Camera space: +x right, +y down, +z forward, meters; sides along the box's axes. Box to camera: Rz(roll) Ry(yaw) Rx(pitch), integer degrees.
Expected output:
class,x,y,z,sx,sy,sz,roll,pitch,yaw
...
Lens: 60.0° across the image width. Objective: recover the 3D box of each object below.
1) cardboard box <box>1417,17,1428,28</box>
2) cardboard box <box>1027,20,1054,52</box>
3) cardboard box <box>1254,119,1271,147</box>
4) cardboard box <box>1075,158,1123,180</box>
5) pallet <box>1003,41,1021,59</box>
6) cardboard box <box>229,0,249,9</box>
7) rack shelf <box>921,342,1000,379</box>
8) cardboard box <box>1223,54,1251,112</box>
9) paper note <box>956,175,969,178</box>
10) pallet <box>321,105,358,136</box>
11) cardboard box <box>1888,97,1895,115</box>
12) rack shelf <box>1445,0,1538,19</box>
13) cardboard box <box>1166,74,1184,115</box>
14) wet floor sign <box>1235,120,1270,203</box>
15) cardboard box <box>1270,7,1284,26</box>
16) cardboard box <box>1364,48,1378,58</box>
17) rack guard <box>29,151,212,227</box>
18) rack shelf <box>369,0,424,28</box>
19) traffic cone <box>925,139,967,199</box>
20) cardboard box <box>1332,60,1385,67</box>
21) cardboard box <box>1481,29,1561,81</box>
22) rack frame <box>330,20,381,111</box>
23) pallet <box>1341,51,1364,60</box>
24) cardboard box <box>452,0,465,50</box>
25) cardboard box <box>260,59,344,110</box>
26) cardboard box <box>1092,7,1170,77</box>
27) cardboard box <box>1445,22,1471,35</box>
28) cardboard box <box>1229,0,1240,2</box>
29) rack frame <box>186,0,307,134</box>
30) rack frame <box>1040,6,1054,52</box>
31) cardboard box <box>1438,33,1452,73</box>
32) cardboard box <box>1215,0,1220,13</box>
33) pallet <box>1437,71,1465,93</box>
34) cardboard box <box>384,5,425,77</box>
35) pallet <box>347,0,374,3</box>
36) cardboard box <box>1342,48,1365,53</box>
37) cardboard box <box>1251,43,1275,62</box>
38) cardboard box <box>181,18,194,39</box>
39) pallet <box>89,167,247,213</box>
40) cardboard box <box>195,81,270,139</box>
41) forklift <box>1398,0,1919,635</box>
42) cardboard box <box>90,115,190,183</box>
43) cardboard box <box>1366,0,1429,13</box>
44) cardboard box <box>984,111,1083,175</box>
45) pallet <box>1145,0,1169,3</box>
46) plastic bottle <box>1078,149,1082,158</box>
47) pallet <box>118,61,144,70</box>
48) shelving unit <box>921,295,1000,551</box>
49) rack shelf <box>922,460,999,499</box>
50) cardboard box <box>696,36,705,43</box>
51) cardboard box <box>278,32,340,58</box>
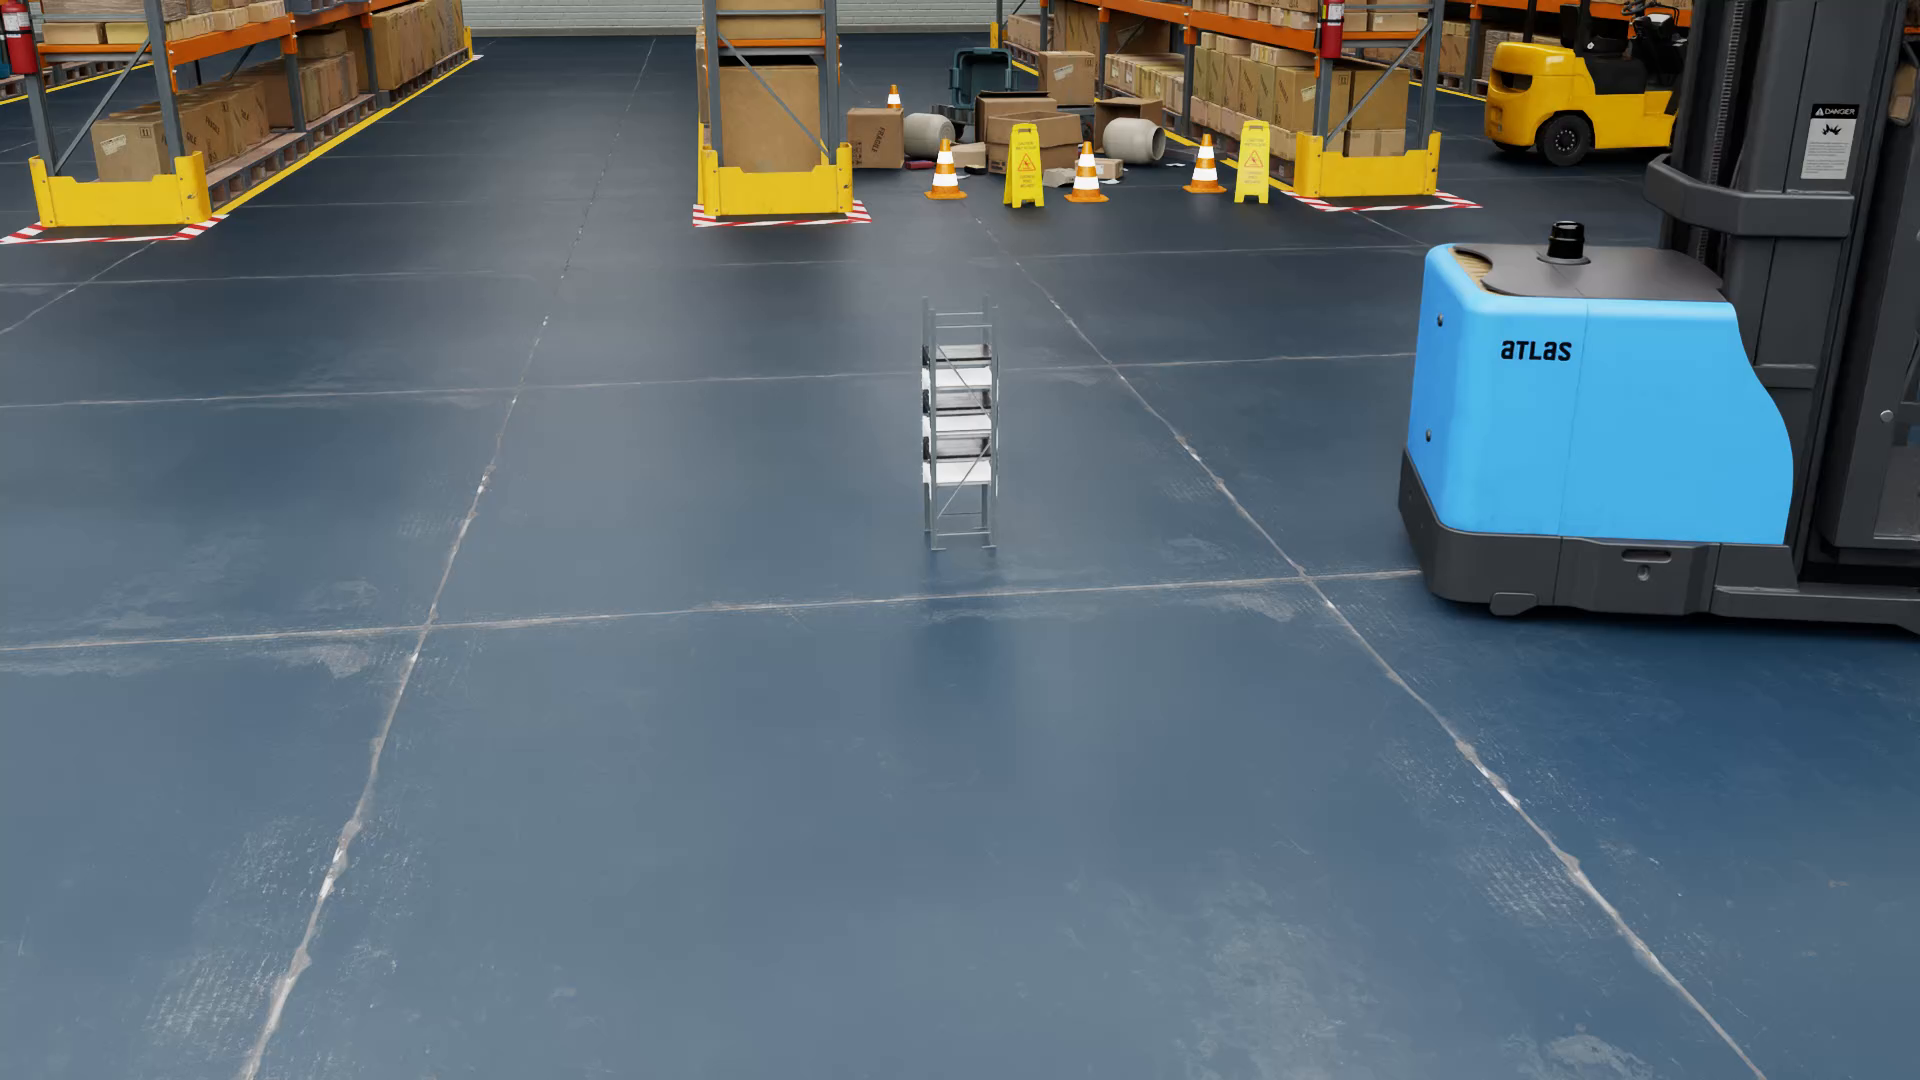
class,x,y,z,sx,sy,sz,roll,pitch,yaw
cardboard box,6.723,-7.379,23.731,0.380,0.149,0.250,-3,21,-8
cardboard box,1.592,-8.006,26.425,0.875,0.438,0.875,-4,21,-9
cardboard box,2.986,-3.676,15.102,0.500,0.250,0.500,-3,21,-8
cardboard box,1.248,-3.338,14.940,0.380,0.149,0.250,8,22,20
pallet,1.322,-8.282,28.089,1.003,0.211,1.213,-3,21,-8
cardboard box,-6.735,-4.891,14.457,0.875,0.500,0.500,-3,21,-8
rack shelf,-0.001,-0.646,5.983,0.258,0.077,0.200,-3,21,-8
cardboard box,2.838,-4.384,15.926,0.500,0.500,0.500,-2,21,-5
paper note,0.012,-3.259,14.902,0.144,0.017,0.142,4,21,11
pallet,-7.241,-4.593,18.213,1.003,0.211,1.213,-3,21,-8
cardboard box,7.967,-3.869,14.903,0.500,0.250,0.500,-3,21,-8
rack shelf,6.905,-7.699,23.570,1.077,0.370,4.000,-3,21,-8
cardboard box,2.781,-4.854,18.080,0.950,0.372,0.625,-3,21,-7
wet floor sign,2.404,-3.099,13.591,0.267,0.644,0.232,4,21,11
cardboard box,2.941,-4.582,14.557,0.380,0.149,0.250,-3,21,-7
cardboard box,6.464,-7.575,25.183,0.500,0.500,0.500,-2,21,-5
rack guard,-6.382,-2.677,12.670,1.175,0.500,0.348,-3,21,-8
rack shelf,-7.813,-6.947,21.558,1.077,0.370,4.000,-3,21,-8
traffic cone,-0.120,-3.104,13.866,0.336,0.463,0.334,-3,21,-8
cardboard box,3.509,-4.064,15.068,0.500,0.500,0.500,-4,21,-10
cardboard box,7.270,-6.211,21.352,0.875,0.625,0.625,-2,21,-6
rack frame,-7.524,-6.592,19.578,1.000,3.000,0.127,-3,21,-8
pallet,6.519,-7.660,26.423,1.003,0.211,1.213,-3,21,-8
cardboard box,-8.506,-8.345,26.710,0.875,0.875,0.875,-3,21,-8
cardboard box,-7.227,-5.009,18.283,0.700,0.500,0.500,-1,21,-3
cardboard box,2.265,-6.536,21.866,0.875,0.875,0.875,-3,21,-8
cardboard box,6.802,-6.924,22.513,0.380,0.149,0.250,-4,21,-11
cardboard box,2.801,-5.379,15.764,0.500,0.500,0.500,-3,21,-8
rack frame,-6.948,-5.207,15.870,1.000,3.000,0.127,-3,21,-8
rack frame,1.705,-8.476,24.624,1.000,3.000,0.127,-3,21,-8
cardboard box,6.858,-6.678,22.782,0.500,0.500,0.500,-3,21,-9
cardboard box,2.743,-5.288,16.447,0.380,0.149,0.250,-3,21,-8
pallet,7.123,-6.297,22.775,1.003,0.211,1.213,-3,21,-8
cardboard box,-7.859,-6.648,22.165,1.225,0.875,0.875,-4,21,-10
pallet,-7.316,-6.260,18.965,1.213,0.211,1.003,-3,21,-8
cardboard box,6.246,-7.767,26.200,0.380,0.149,0.250,-4,21,-9
cardboard box,2.873,-4.452,15.180,0.380,0.149,0.250,-2,21,-5
cardboard box,-6.215,-3.990,12.970,0.380,0.149,0.250,-3,21,-8
pallet,-6.464,-2.825,13.478,1.003,0.211,1.213,-3,21,-8
cardboard box,-6.930,-4.092,15.857,0.500,0.500,0.500,-4,21,-9
forklift,3.127,-1.225,5.306,3.031,2.935,1.130,2,21,6
cardboard box,-6.445,-3.065,13.107,0.500,0.500,0.500,1,20,2
cardboard box,3.641,-4.686,13.907,0.500,0.500,0.500,-3,21,-9
cardboard box,0.677,-3.633,15.223,0.637,0.503,0.797,17,27,39
pallet,2.608,-6.318,19.120,1.003,0.211,1.213,-3,21,-8
plastic bottle,1.189,-3.789,16.273,0.133,0.061,0.283,1,20,2
pallet,-13.498,-7.518,26.043,1.003,0.211,1.213,-3,21,-8
shelving unit,-0.001,-0.424,6.066,0.258,0.900,0.210,-3,21,-8
rack shelf,-0.001,-0.225,6.141,0.258,0.077,0.200,-3,21,-8
cardboard box,-2.339,-5.109,18.224,1.050,0.750,0.750,-3,21,-8
cardboard box,-7.312,-5.565,18.700,0.500,0.250,0.500,-1,20,-2
